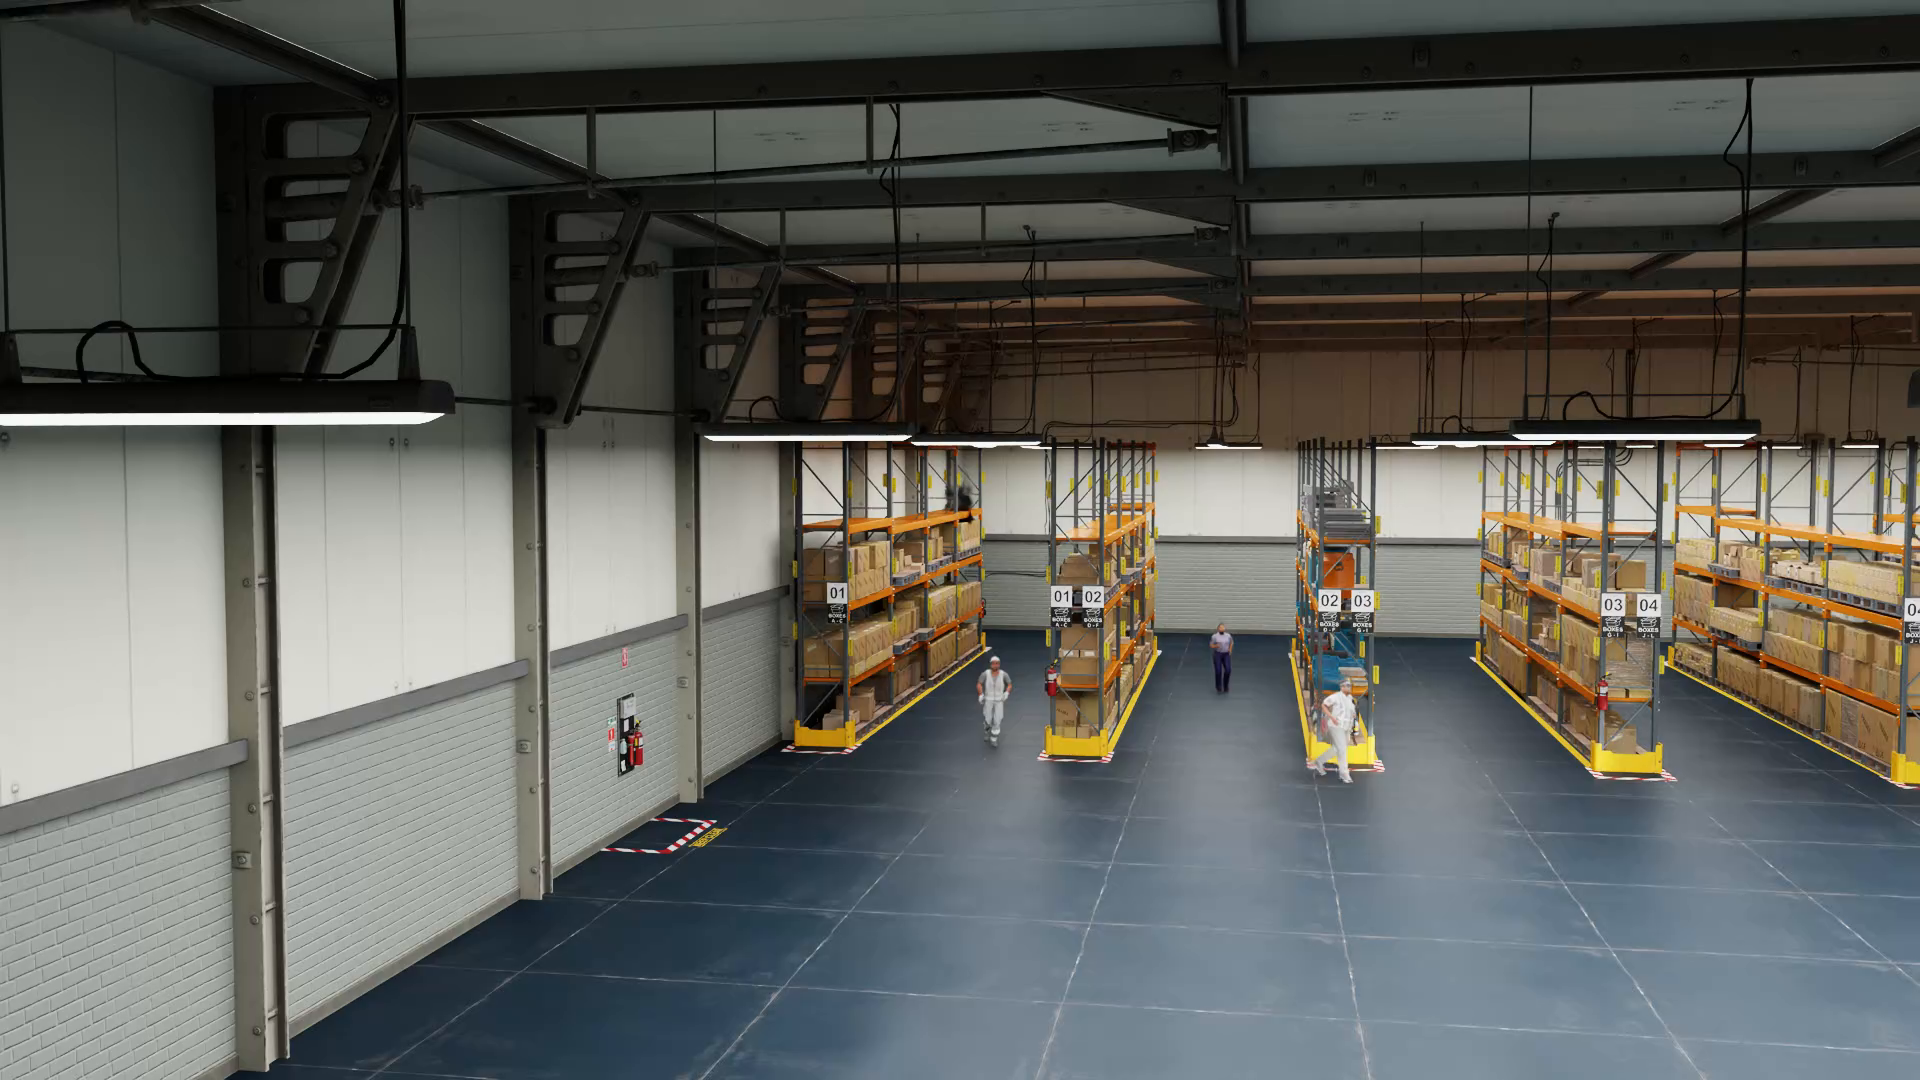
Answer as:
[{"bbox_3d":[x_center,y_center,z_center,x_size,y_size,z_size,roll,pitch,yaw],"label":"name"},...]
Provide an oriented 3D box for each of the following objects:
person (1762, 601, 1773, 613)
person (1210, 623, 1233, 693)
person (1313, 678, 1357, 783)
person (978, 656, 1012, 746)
[{"bbox_3d":[22.055,2.489,45.532,0.677,1.714,0.639,1,3,14],"label":"person"},{"bbox_3d":[6.245,2.819,39.599,0.586,1.676,0.661,0,3,1],"label":"person"},{"bbox_3d":[6.677,3.312,29.225,0.680,1.815,0.890,-3,4,-44],"label":"person"},{"bbox_3d":[0.686,3.136,32.376,0.667,1.749,0.577,0,3,-2],"label":"person"}]
